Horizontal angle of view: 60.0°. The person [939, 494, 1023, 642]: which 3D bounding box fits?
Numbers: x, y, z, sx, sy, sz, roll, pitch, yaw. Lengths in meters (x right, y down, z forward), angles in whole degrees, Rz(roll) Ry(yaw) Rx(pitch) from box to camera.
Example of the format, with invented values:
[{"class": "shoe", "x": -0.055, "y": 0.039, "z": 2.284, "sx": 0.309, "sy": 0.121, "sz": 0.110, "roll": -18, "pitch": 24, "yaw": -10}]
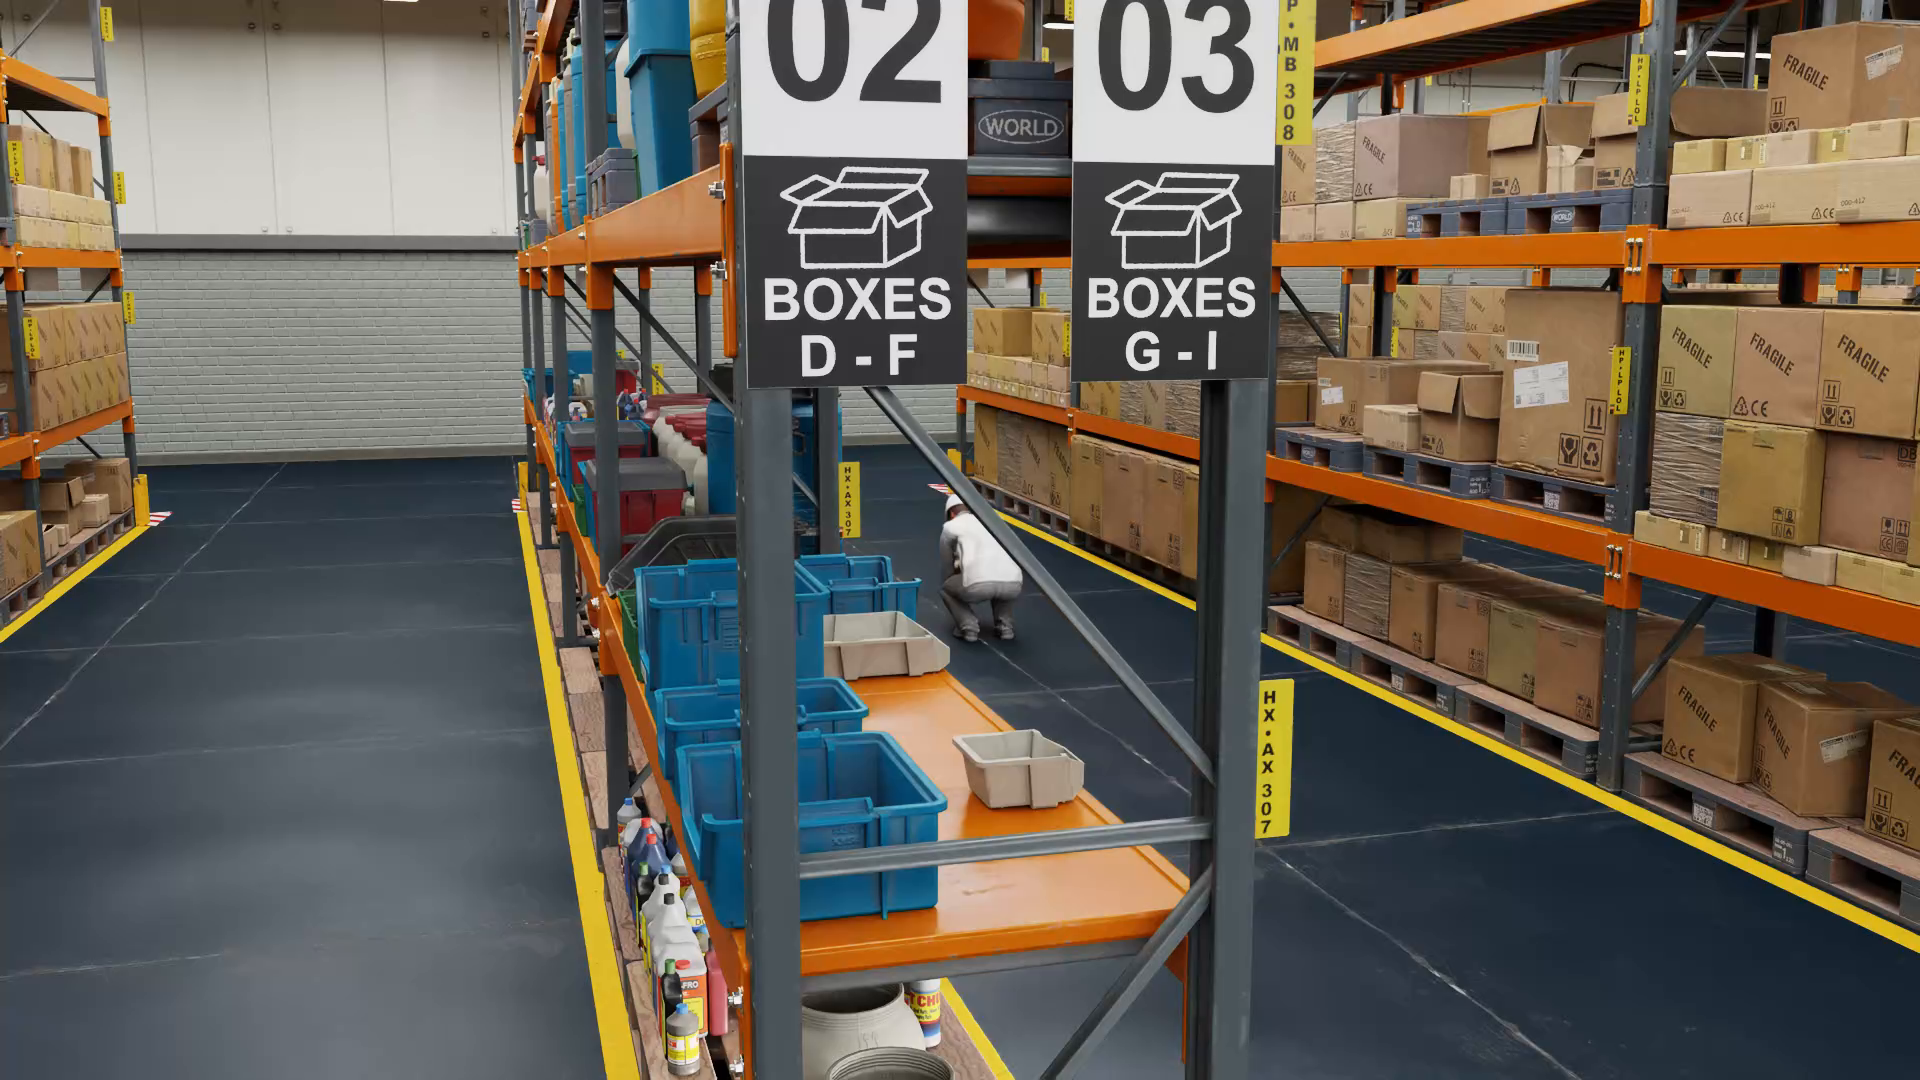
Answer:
[{"class": "person", "x": 0.129, "y": 0.187, "z": 12.067, "sx": 0.523, "sy": 1.011, "sz": 0.883, "roll": -3, "pitch": 10, "yaw": -17}]
